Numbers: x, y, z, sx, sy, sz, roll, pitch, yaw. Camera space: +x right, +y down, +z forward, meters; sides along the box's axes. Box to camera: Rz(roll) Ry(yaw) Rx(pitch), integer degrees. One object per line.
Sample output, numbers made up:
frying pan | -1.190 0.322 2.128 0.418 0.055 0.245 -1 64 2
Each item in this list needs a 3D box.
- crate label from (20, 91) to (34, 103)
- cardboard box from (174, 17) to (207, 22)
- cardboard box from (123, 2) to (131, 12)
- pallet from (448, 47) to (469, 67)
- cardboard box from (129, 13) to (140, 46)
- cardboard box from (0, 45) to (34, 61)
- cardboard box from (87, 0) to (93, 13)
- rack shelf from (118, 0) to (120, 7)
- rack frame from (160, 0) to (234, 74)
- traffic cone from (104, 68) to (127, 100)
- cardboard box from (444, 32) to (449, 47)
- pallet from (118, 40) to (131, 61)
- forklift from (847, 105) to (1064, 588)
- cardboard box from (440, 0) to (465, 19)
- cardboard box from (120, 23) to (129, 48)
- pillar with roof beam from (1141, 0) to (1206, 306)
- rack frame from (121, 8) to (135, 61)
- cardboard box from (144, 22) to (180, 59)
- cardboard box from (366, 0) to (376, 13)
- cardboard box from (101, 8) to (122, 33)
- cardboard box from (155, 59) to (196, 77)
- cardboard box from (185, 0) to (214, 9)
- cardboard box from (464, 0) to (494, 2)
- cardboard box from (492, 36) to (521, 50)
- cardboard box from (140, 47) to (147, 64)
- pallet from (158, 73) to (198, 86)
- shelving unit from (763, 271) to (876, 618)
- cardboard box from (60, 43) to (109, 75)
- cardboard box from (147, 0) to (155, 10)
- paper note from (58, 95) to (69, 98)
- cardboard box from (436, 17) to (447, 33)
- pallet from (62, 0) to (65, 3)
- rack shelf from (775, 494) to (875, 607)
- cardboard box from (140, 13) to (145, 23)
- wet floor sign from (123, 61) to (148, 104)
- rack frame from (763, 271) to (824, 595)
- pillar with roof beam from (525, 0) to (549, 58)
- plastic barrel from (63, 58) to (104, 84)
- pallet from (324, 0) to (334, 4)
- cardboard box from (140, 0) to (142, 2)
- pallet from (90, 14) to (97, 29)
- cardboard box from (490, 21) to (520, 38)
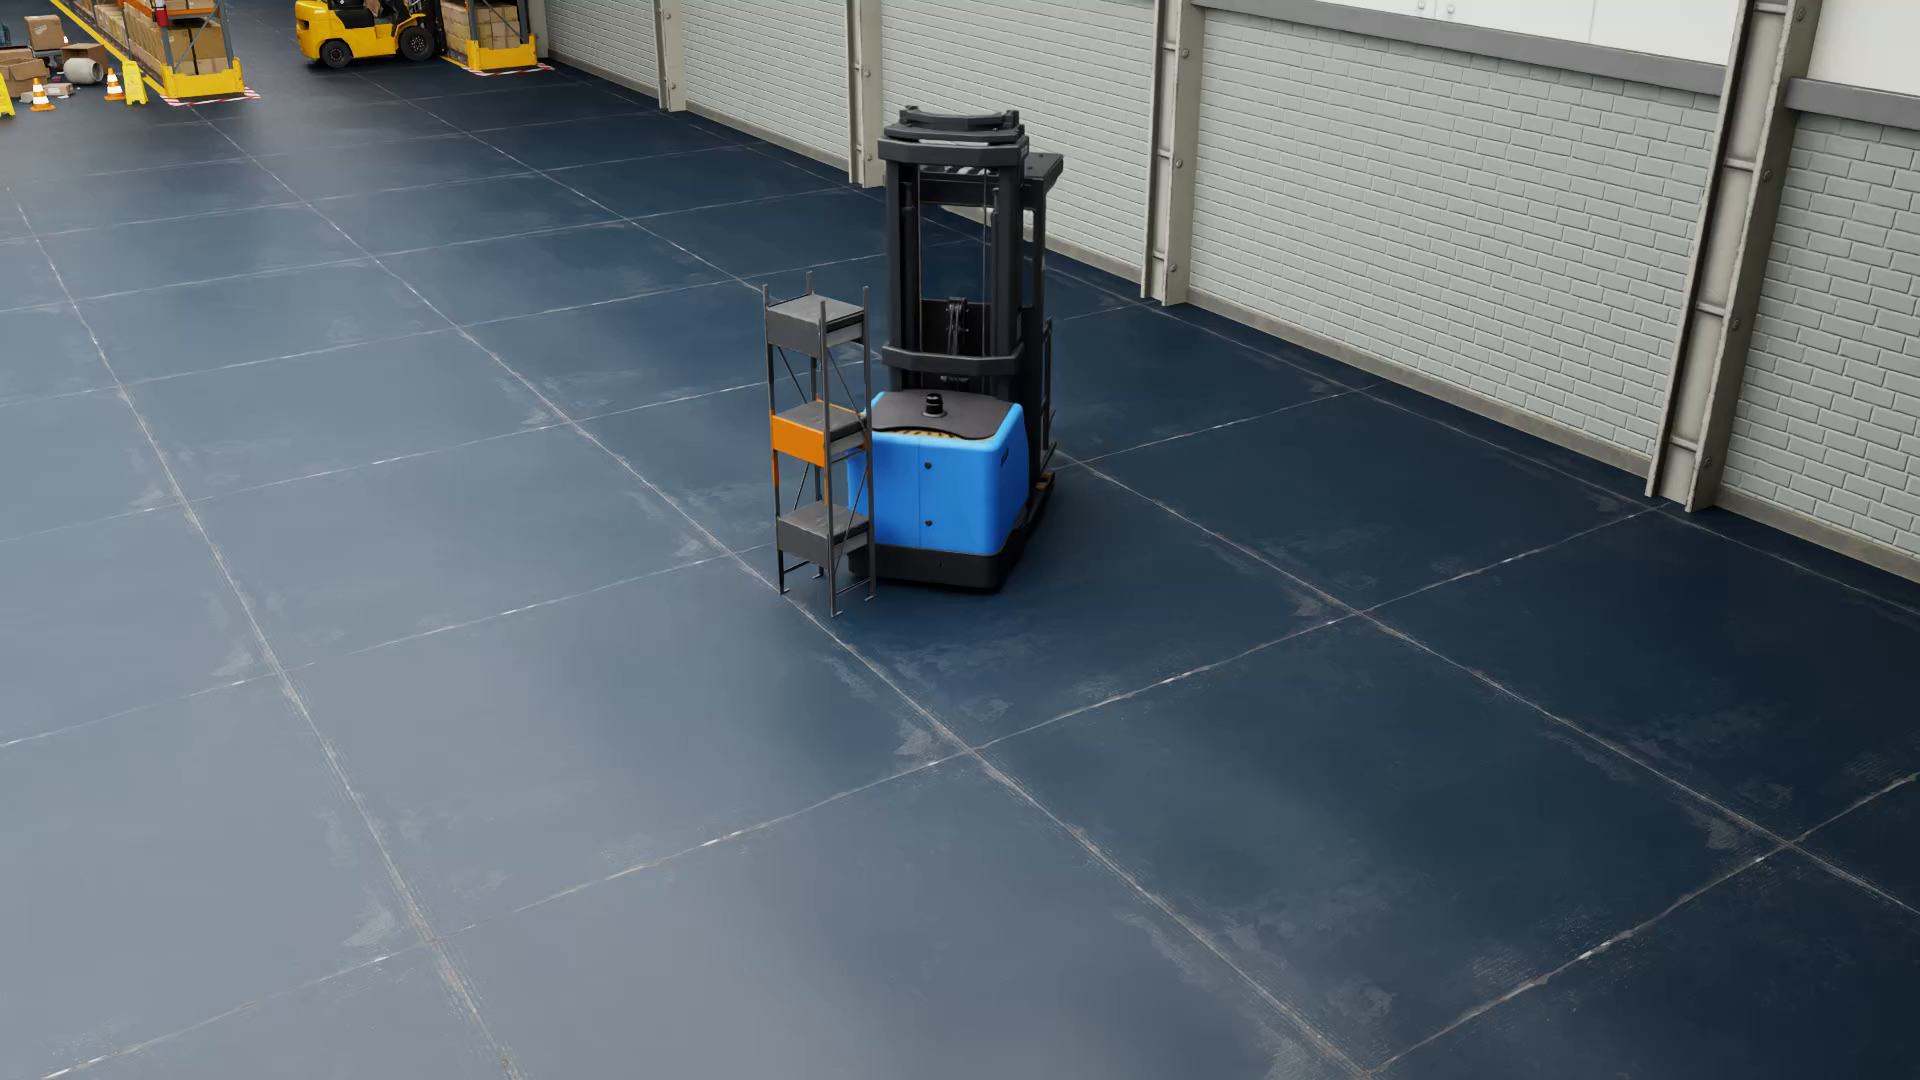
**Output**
crate label | -14.822 -7.073 26.536 0.298 0.136 0.250 12 28 24
cardboard box | -13.059 -8.643 28.357 0.500 0.500 0.500 -15 29 -29
cardboard box | -14.351 -9.305 29.001 0.380 0.149 0.250 -15 29 -29
pallet | -8.577 -8.789 30.083 1.003 0.211 1.213 -16 29 -30
cardboard box | -14.067 -8.882 28.864 0.500 0.500 0.500 -14 29 -28
cardboard box | -15.879 -7.932 27.765 0.797 0.637 0.503 -16 29 -30
cardboard box | -17.439 -11.305 34.144 0.875 0.875 0.875 -15 29 -29
rack shelf | -15.557 -10.449 31.176 1.077 0.370 4.000 -16 29 -30
rack frame | -12.281 -8.628 26.476 1.000 3.000 0.127 -16 29 -30
traffic cone | -13.597 -7.334 26.707 0.336 0.463 0.334 -16 29 -30
cardboard box | -9.175 -9.188 30.392 0.500 0.250 0.500 -15 29 -29
pallet | -14.891 -9.076 30.691 1.003 0.211 1.213 -16 29 -30
forklift | 0.092 -1.616 11.701 1.130 2.935 3.031 6 26 12
cardboard box | -9.205 -9.636 30.169 0.500 0.250 0.500 -15 29 -29
cardboard box | -14.753 -9.248 30.374 0.950 0.372 0.625 -15 29 -29
pillar with roof beam | -1.530 -5.517 12.858 9.100 9.000 0.400 -16 29 -30
rack frame | -14.465 -10.059 29.507 1.000 3.000 0.127 -16 29 -30
cardboard box | -13.225 -8.326 27.685 0.500 0.500 0.500 -14 29 -28
cardboard box | -11.799 -11.306 34.437 0.875 0.625 0.625 -14 29 -28
cardboard box | -15.939 -10.025 32.021 0.950 0.372 0.625 -16 30 -31
cardboard box | -12.961 -7.810 27.471 0.500 0.250 0.500 -16 29 -30
cardboard box | -12.293 -8.684 26.889 0.380 0.149 0.250 -15 29 -29
cardboard box | -8.768 -9.760 30.432 0.500 0.250 0.500 -16 30 -30
cardboard box | -8.229 -8.954 29.895 0.500 0.250 0.500 -15 29 -29
cardboard box | -13.776 -8.354 28.624 0.500 0.250 0.500 -16 30 -30
pallet | -12.737 -7.693 27.762 1.003 0.211 1.213 -16 29 -30
shelving unit | -0.872 -0.585 10.491 0.503 2.100 0.431 21 32 37
cardboard box | -15.020 -8.229 28.556 0.500 0.500 0.500 3 25 6
cardboard box | -12.896 -8.663 26.845 0.380 0.149 0.250 -16 30 -30
paper note | -14.465 -7.160 26.843 0.142 0.019 0.148 18 31 33
cardboard box | -9.216 -9.422 30.300 0.500 0.250 0.500 -16 30 -31
pallet | -19.852 -12.386 37.703 1.003 0.211 1.213 -16 29 -30
rack shelf | -0.872 0.061 10.796 0.480 0.518 0.431 21 32 37
cardboard box | -13.471 -8.734 27.791 0.380 0.149 0.250 -14 29 -27
wet floor sign | -13.074 -7.246 26.306 0.267 0.644 0.232 -6 26 -12
rack frame | -1.056 -0.653 10.637 0.015 2.100 0.400 21 32 37
pillar with roof beam | -11.356 -11.955 26.496 9.100 9.000 0.400 -16 29 -30
plastic barrel | -14.677 -7.849 27.844 0.512 0.421 0.421 3 25 6
pallet | -13.530 -12.099 37.094 1.003 0.211 1.213 -16 29 -30
cardboard box | -13.422 -9.040 27.642 0.380 0.149 0.250 -16 30 -30
pallet | -17.016 -10.528 33.767 1.003 0.211 1.213 -16 29 -30
cardboard box | -8.207 -9.176 29.779 0.500 0.250 0.500 -15 29 -29
